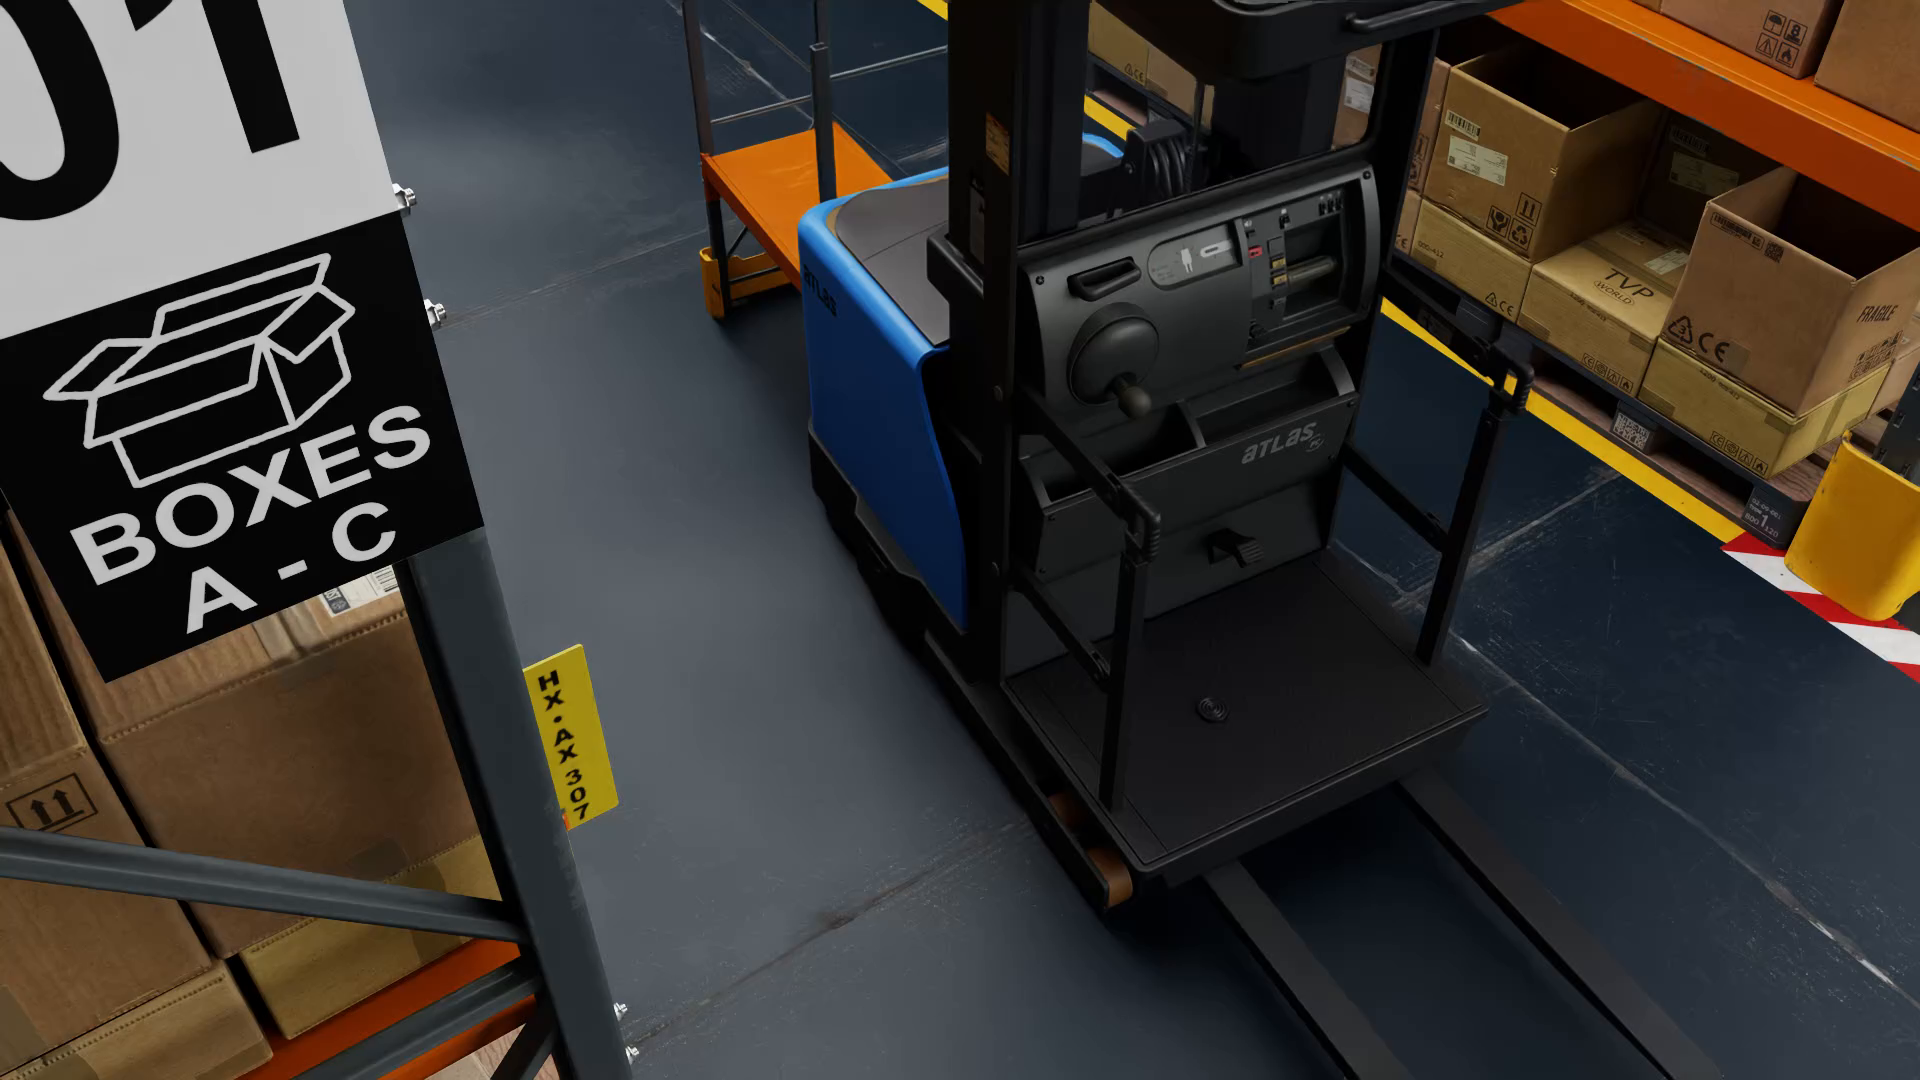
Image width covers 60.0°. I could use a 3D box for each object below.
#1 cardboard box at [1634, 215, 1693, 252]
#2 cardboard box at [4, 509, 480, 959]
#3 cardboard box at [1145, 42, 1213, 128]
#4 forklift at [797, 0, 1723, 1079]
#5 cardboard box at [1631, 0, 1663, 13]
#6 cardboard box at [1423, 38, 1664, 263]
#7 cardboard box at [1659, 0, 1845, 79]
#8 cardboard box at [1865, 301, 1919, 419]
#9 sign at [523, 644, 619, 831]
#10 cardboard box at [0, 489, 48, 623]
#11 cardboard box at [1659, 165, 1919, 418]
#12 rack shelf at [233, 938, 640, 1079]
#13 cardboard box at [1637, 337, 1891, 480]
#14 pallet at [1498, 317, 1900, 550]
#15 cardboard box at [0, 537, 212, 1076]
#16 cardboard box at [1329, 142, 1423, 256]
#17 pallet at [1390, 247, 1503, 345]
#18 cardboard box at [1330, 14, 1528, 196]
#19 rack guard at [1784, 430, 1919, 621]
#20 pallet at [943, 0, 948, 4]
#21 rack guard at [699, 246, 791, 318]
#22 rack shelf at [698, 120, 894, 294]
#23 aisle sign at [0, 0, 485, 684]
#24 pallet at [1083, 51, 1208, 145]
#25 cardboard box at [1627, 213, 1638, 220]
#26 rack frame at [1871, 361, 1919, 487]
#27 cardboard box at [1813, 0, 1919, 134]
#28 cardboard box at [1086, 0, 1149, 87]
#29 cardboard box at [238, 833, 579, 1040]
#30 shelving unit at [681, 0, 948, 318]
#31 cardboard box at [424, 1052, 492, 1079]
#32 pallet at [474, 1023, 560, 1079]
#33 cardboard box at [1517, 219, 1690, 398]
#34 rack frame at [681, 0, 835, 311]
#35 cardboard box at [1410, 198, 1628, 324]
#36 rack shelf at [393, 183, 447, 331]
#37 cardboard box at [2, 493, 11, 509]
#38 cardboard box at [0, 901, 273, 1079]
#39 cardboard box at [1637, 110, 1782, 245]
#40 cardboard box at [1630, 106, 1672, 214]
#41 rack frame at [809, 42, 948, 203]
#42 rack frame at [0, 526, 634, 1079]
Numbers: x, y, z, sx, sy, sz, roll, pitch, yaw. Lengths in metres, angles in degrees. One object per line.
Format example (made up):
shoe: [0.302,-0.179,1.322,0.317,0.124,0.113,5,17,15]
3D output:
cardboard box: [2.689,-0.995,5.807,0.500,0.250,0.500,-26,49,-24]
cardboard box: [-0.986,0.181,2.439,0.500,0.500,0.500,-26,49,-24]
cardboard box: [1.112,-1.919,6.775,0.500,0.250,0.500,-26,49,-24]
forklift: [0.673,-0.482,3.633,1.130,2.935,3.031,-21,47,-20]
cardboard box: [2.262,-2.049,5.151,0.700,0.500,0.500,-25,49,-24]
cardboard box: [1.967,-1.340,5.625,0.500,0.500,0.500,-26,49,-24]
cardboard box: [2.541,-1.765,4.855,0.700,0.500,0.500,-24,49,-23]
cardboard box: [2.978,-0.713,5.512,0.500,0.250,0.500,-26,49,-24]
sign: [-0.514,0.267,2.171,0.100,0.325,0.005,-26,49,-24]
cardboard box: [-1.683,0.099,2.526,0.500,0.500,0.500,-25,49,-24]
cardboard box: [2.551,-0.779,5.038,0.500,0.500,0.500,-26,49,-24]
rack shelf: [-2.103,-0.078,3.680,1.077,0.370,4.000,-26,49,-24]
cardboard box: [2.553,-0.509,5.298,0.500,0.250,0.500,-26,49,-24]
pallet: [2.630,-0.572,5.696,1.003,0.211,1.213,-26,49,-24]
cardboard box: [-1.403,0.388,2.223,0.500,0.500,0.500,-26,50,-25]
cardboard box: [1.685,-1.353,6.182,0.500,0.250,0.500,-26,49,-24]
pallet: [1.936,-1.263,6.420,1.003,0.211,1.213,-26,49,-24]
cardboard box: [1.682,-1.623,5.922,0.500,0.500,0.500,-26,49,-24]
rack guard: [3.116,-0.246,5.146,1.175,0.500,0.348,-26,49,-24]
pallet: [0.360,-2.823,8.054,1.003,0.211,1.213,-26,49,-24]
rack guard: [-0.666,-1.023,6.140,0.587,0.250,0.087,-21,47,-20]
rack shelf: [-0.423,-1.037,5.511,0.538,0.185,1.000,-21,47,-20]
aisle sign: [-0.672,-0.223,1.429,0.394,0.787,0.004,-26,49,-24]
pallet: [1.234,-1.954,7.144,1.003,0.211,1.213,-26,49,-24]
cardboard box: [2.403,-1.278,6.104,0.500,0.250,0.500,-26,49,-24]
rack frame: [3.102,-1.164,4.297,1.000,3.000,0.127,-26,49,-24]
cardboard box: [2.845,-1.470,4.545,0.700,0.500,0.500,-26,49,-24]
cardboard box: [0.830,-2.205,7.074,0.500,0.250,0.500,-26,49,-24]
cardboard box: [-0.978,0.440,2.711,0.500,0.250,0.500,-27,50,-26]
shelving unit: [-0.427,-1.173,5.392,0.587,1.500,1.083,-21,47,-20]
cardboard box: [-1.281,1.181,3.469,0.500,0.311,0.500,-31,52,-29]
pallet: [-1.438,1.286,3.750,1.003,0.211,1.213,-26,49,-24]
cardboard box: [2.257,-0.787,5.589,0.500,0.250,0.500,-26,49,-24]
rack frame: [-0.667,-1.475,5.709,0.500,1.500,0.032,-21,47,-20]
cardboard box: [1.969,-1.069,5.885,0.500,0.250,0.500,-26,49,-24]
rack shelf: [-2.103,-1.163,2.644,1.077,0.370,4.000,-26,49,-24]
cardboard box: [-1.260,-0.102,2.736,0.500,0.500,0.500,-26,49,-24]
cardboard box: [-1.385,0.654,2.487,0.500,0.250,0.500,-25,49,-24]
cardboard box: [2.690,-1.267,5.549,0.500,0.500,0.500,-26,49,-24]
cardboard box: [2.393,-1.545,5.840,0.500,0.500,0.500,-26,49,-24]
rack frame: [-0.179,-0.859,5.064,0.500,1.500,0.032,-21,47,-20]
rack frame: [-0.956,0.793,2.247,0.949,2.616,0.053,-26,49,-24]
